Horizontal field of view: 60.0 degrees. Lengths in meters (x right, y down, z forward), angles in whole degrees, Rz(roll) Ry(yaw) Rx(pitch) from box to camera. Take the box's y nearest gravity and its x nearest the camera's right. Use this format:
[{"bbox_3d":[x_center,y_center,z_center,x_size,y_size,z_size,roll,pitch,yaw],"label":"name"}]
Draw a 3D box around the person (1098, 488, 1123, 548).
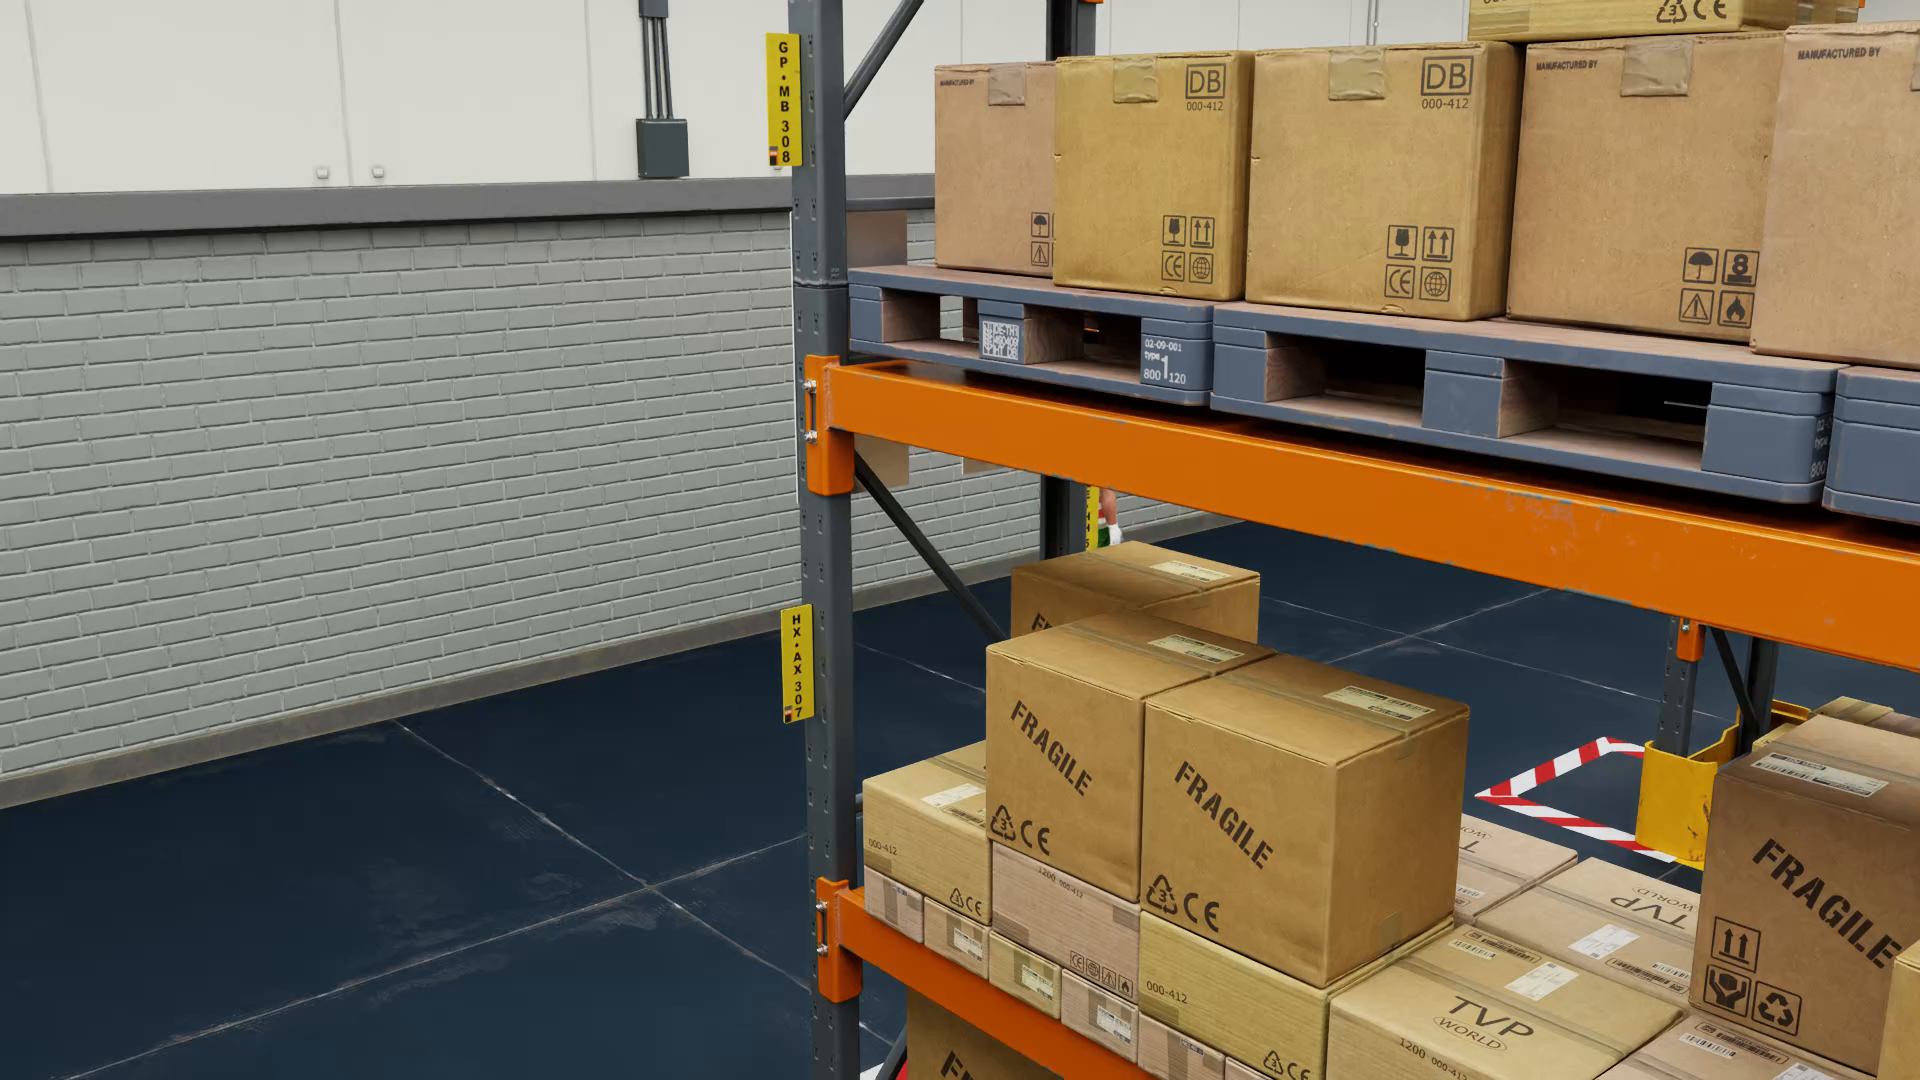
[{"bbox_3d":[0.868,-0.109,10.908,0.485,1.802,0.540,-12,18,-40],"label":"person"}]
